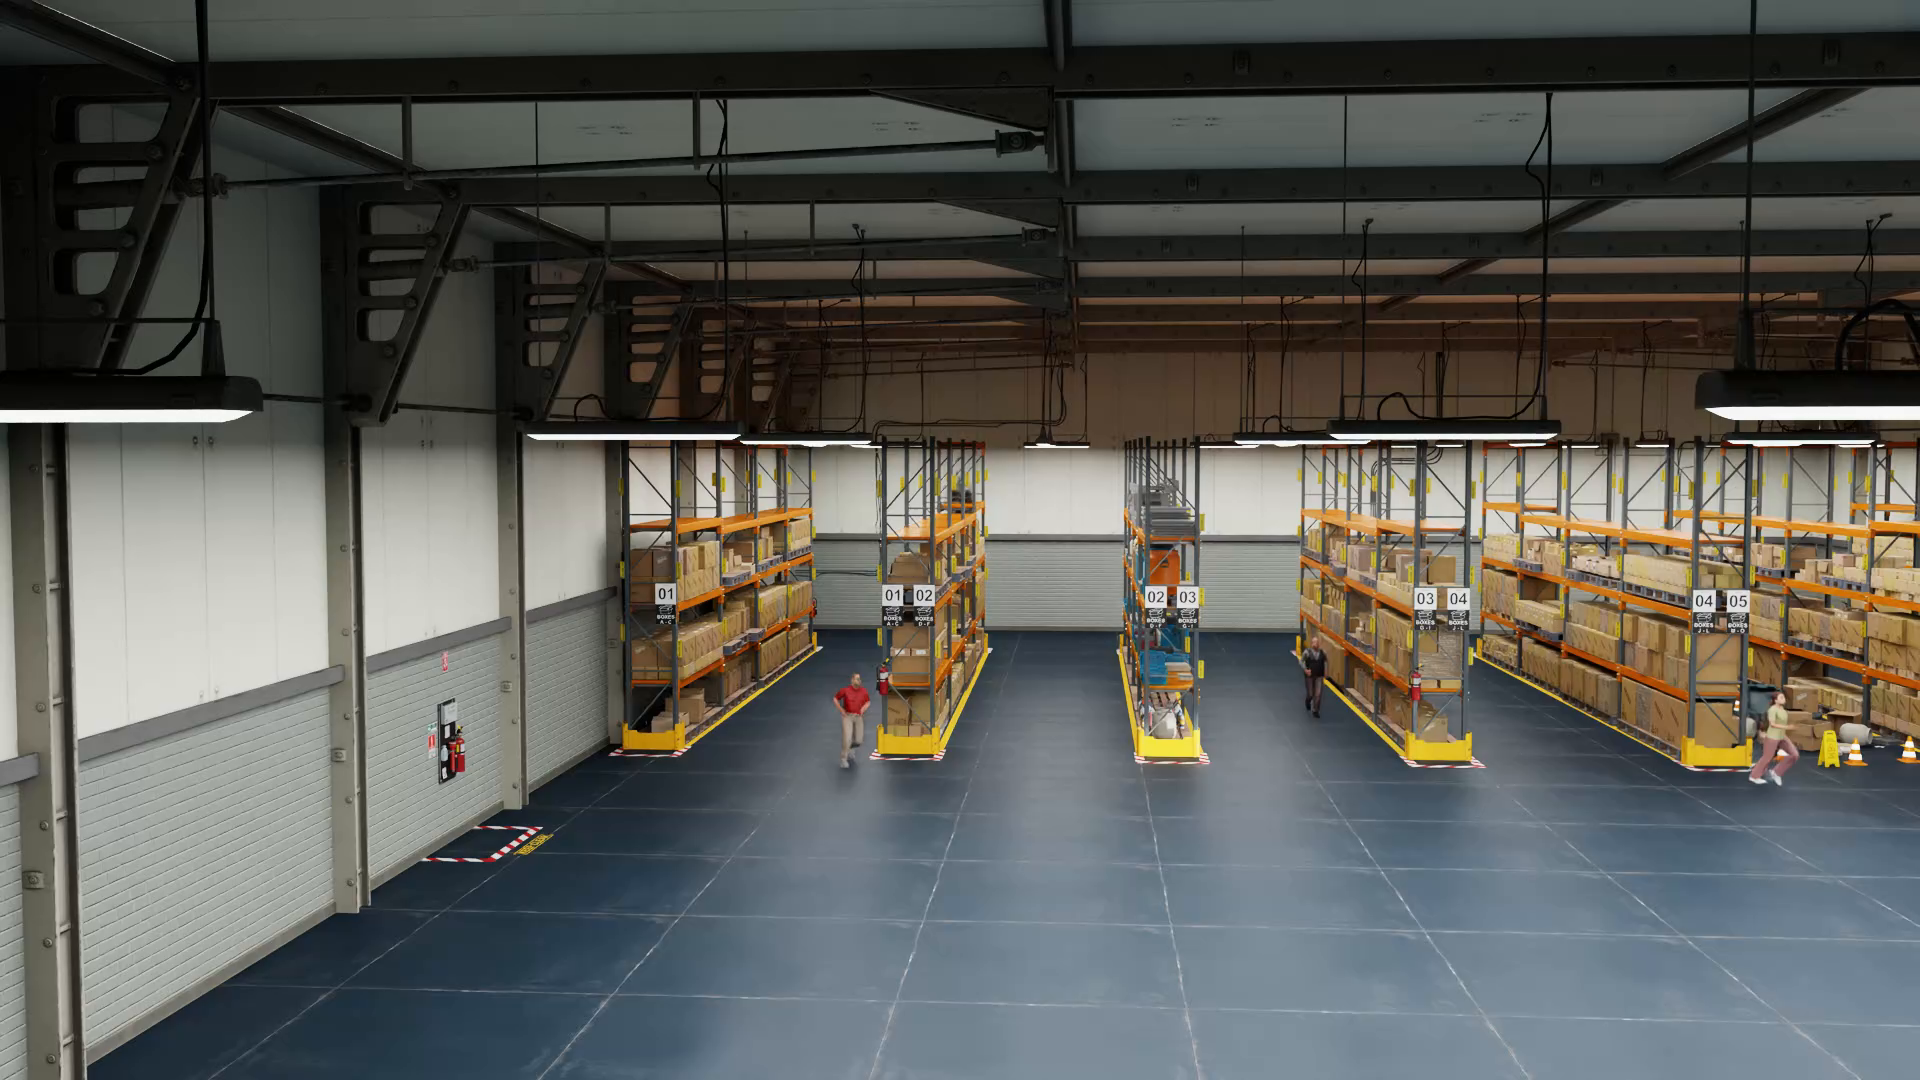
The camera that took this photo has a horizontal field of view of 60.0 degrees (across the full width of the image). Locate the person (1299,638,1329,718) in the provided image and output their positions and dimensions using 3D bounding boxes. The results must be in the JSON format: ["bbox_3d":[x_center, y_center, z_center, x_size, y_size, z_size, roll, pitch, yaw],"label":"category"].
[{"bbox_3d":[7.664,2.960,35.965,0.667,1.705,0.719,0,3,1],"label":"person"}]

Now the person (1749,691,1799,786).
[{"bbox_3d":[13.880,3.365,28.281,0.587,1.622,0.804,-2,4,-34],"label":"person"}]

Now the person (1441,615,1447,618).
[{"bbox_3d":[13.169,2.407,45.950,0.698,1.762,0.685,1,3,19],"label":"person"}]

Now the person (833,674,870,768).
[{"bbox_3d":[-1.956,3.282,30.466,0.690,1.671,0.682,-1,3,-25],"label":"person"}]
